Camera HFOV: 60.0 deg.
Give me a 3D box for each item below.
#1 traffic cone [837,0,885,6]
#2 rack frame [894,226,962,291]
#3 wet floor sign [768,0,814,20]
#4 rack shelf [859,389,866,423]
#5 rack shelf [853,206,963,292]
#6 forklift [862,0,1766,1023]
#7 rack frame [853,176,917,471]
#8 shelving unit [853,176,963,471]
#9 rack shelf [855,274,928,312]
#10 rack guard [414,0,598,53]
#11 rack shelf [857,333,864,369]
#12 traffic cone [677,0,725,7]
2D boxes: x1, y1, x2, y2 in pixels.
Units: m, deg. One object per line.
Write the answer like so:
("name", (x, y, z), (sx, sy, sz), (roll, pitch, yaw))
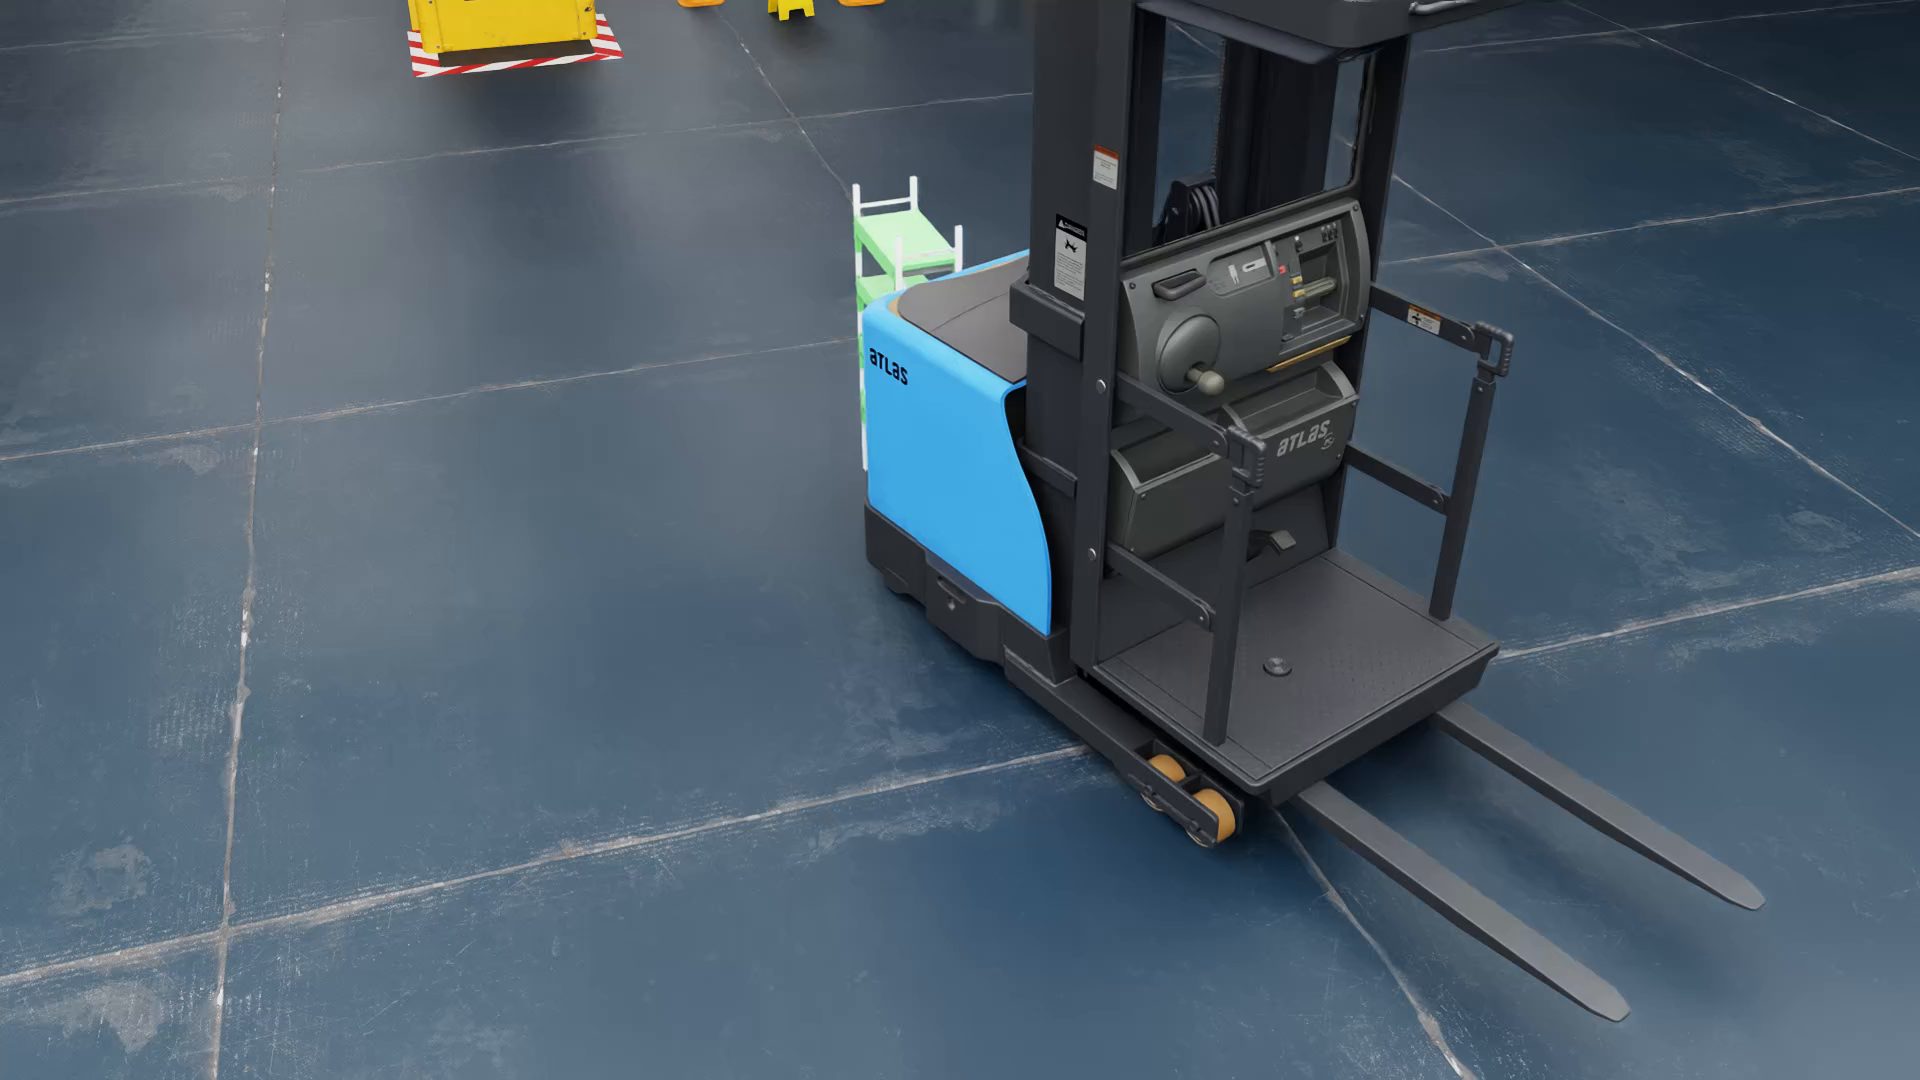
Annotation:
("traffic cone", (-0.742, -4.196, 12.181), (0.336, 0.463, 0.334), (-10, 35, -15))
("rack frame", (-0.107, -0.553, 5.998), (0.240, 1.200, 0.015), (-11, 35, -17))
("wet floor sign", (-1.218, -4.061, 11.811), (0.267, 0.644, 0.232), (-16, 37, -23))
("rack shelf", (-0.190, -0.425, 6.357), (0.258, 0.148, 0.480), (-11, 35, -17))
("rack shelf", (-0.190, -1.026, 5.960), (0.258, 0.148, 0.480), (-11, 35, -17))
("forklift", (0.953, -0.633, 4.550), (1.130, 2.935, 3.031), (-23, 40, -30))
("rack frame", (-0.273, -0.805, 6.381), (0.240, 1.200, 0.015), (-11, 35, -17))
("shelving unit", (-0.190, -0.679, 6.189), (0.258, 1.200, 0.503), (-11, 35, -17))
("rack shelf", (-0.190, -0.826, 6.092), (0.258, 0.148, 0.480), (-11, 35, -17))
("rack guard", (-3.105, -3.670, 11.351), (1.175, 0.500, 0.348), (-10, 35, -15))
("rack shelf", (-0.190, -0.626, 6.224), (0.258, 0.148, 0.480), (-11, 35, -17))
("traffic cone", (-1.922, -4.185, 12.163), (0.336, 0.463, 0.334), (-10, 35, -15))
